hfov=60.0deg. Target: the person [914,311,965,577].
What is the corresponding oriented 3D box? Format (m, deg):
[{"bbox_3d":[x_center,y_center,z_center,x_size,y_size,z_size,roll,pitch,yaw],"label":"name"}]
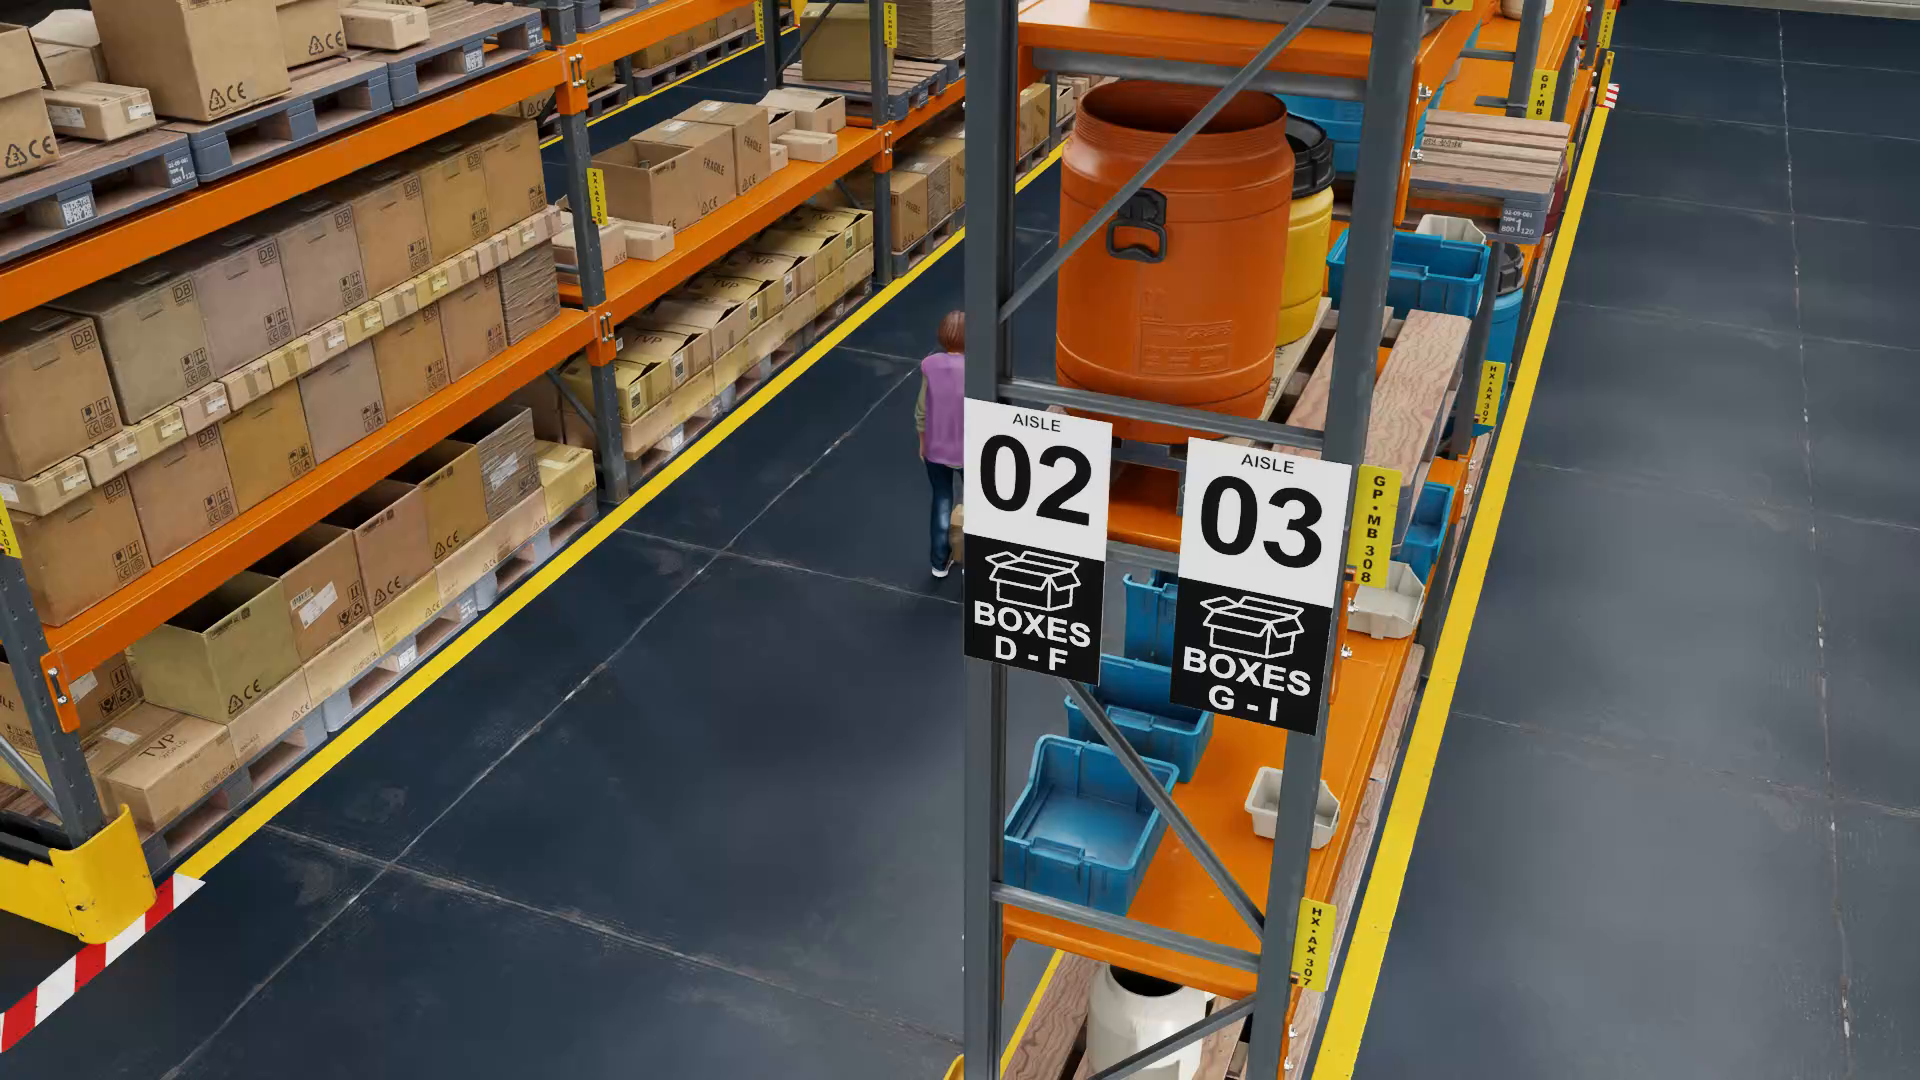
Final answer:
[{"bbox_3d":[-0.016,-0.491,9.259,0.471,1.580,0.348,10,32,17],"label":"person"}]
